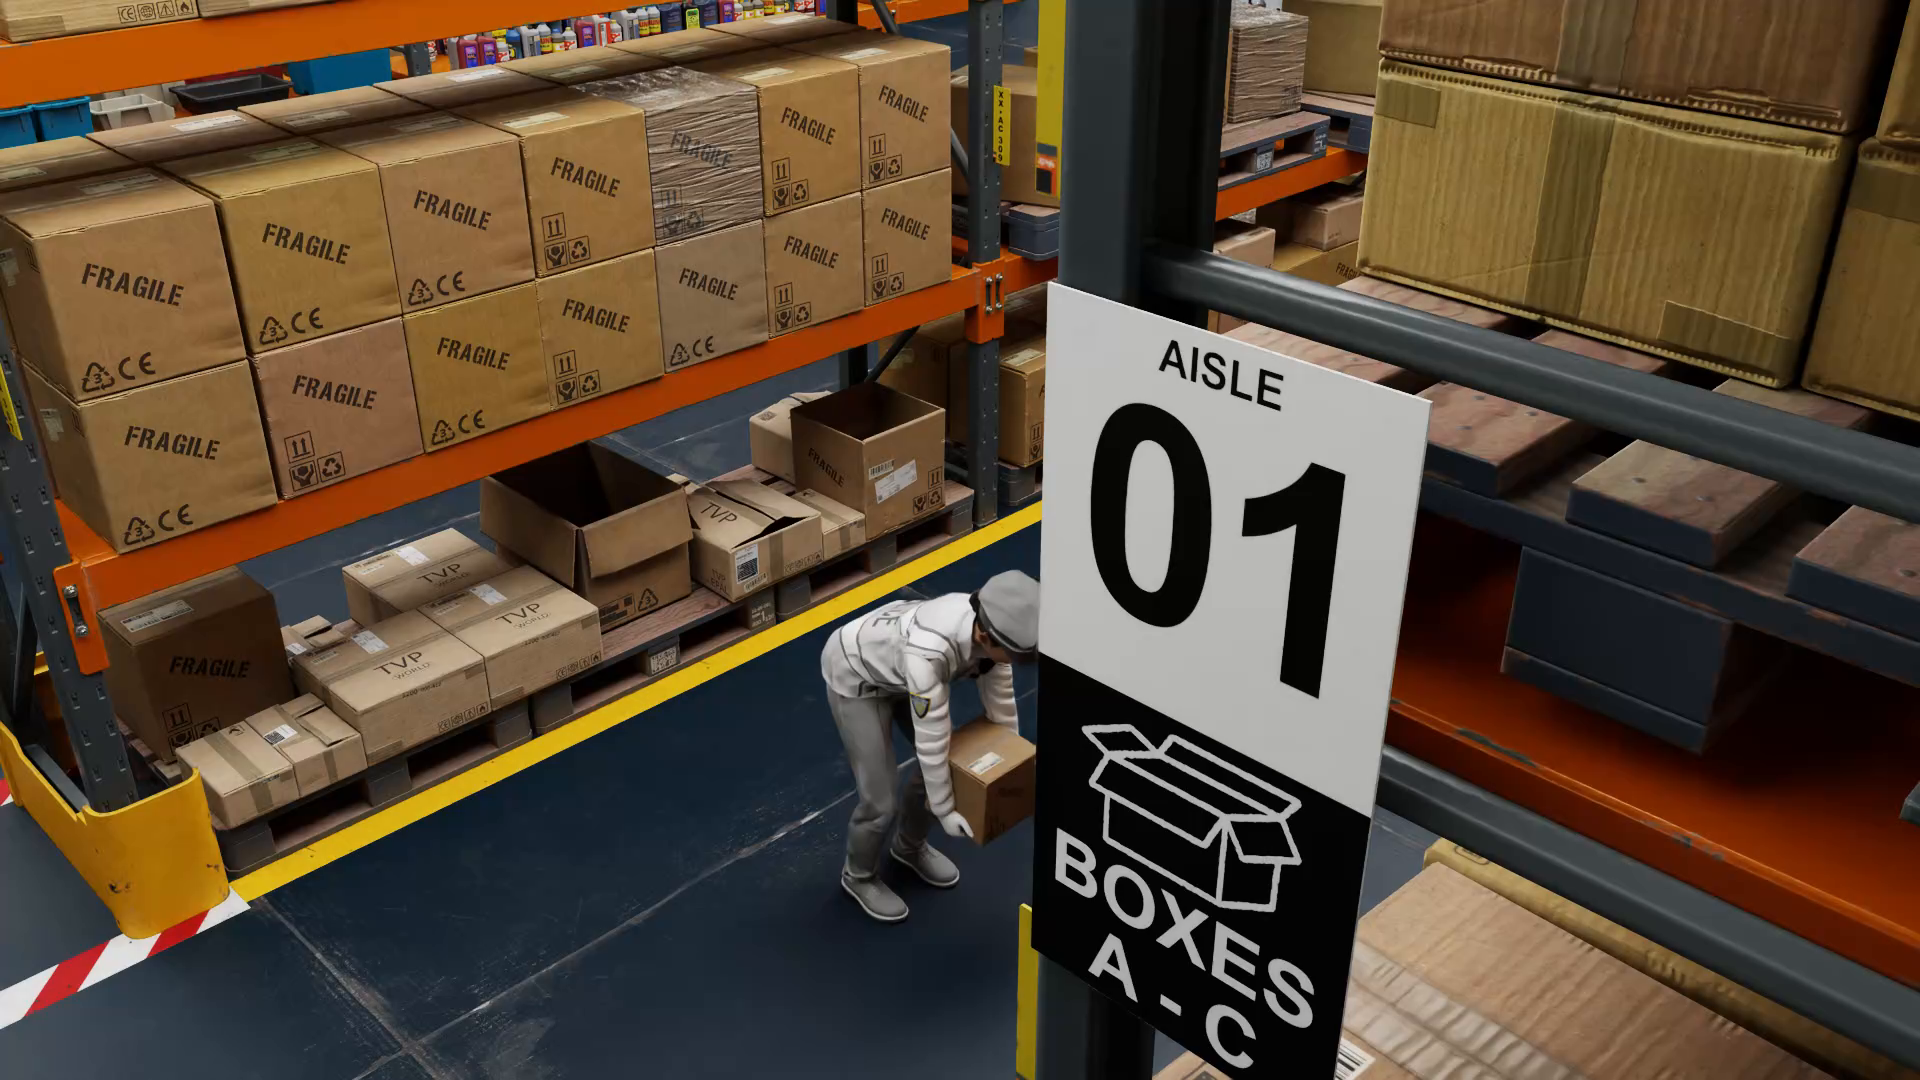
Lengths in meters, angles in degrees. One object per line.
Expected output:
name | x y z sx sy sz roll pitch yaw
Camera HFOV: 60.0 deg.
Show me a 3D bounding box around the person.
person | -0.060 0.641 5.244 0.848 1.359 0.423 23 36 37
